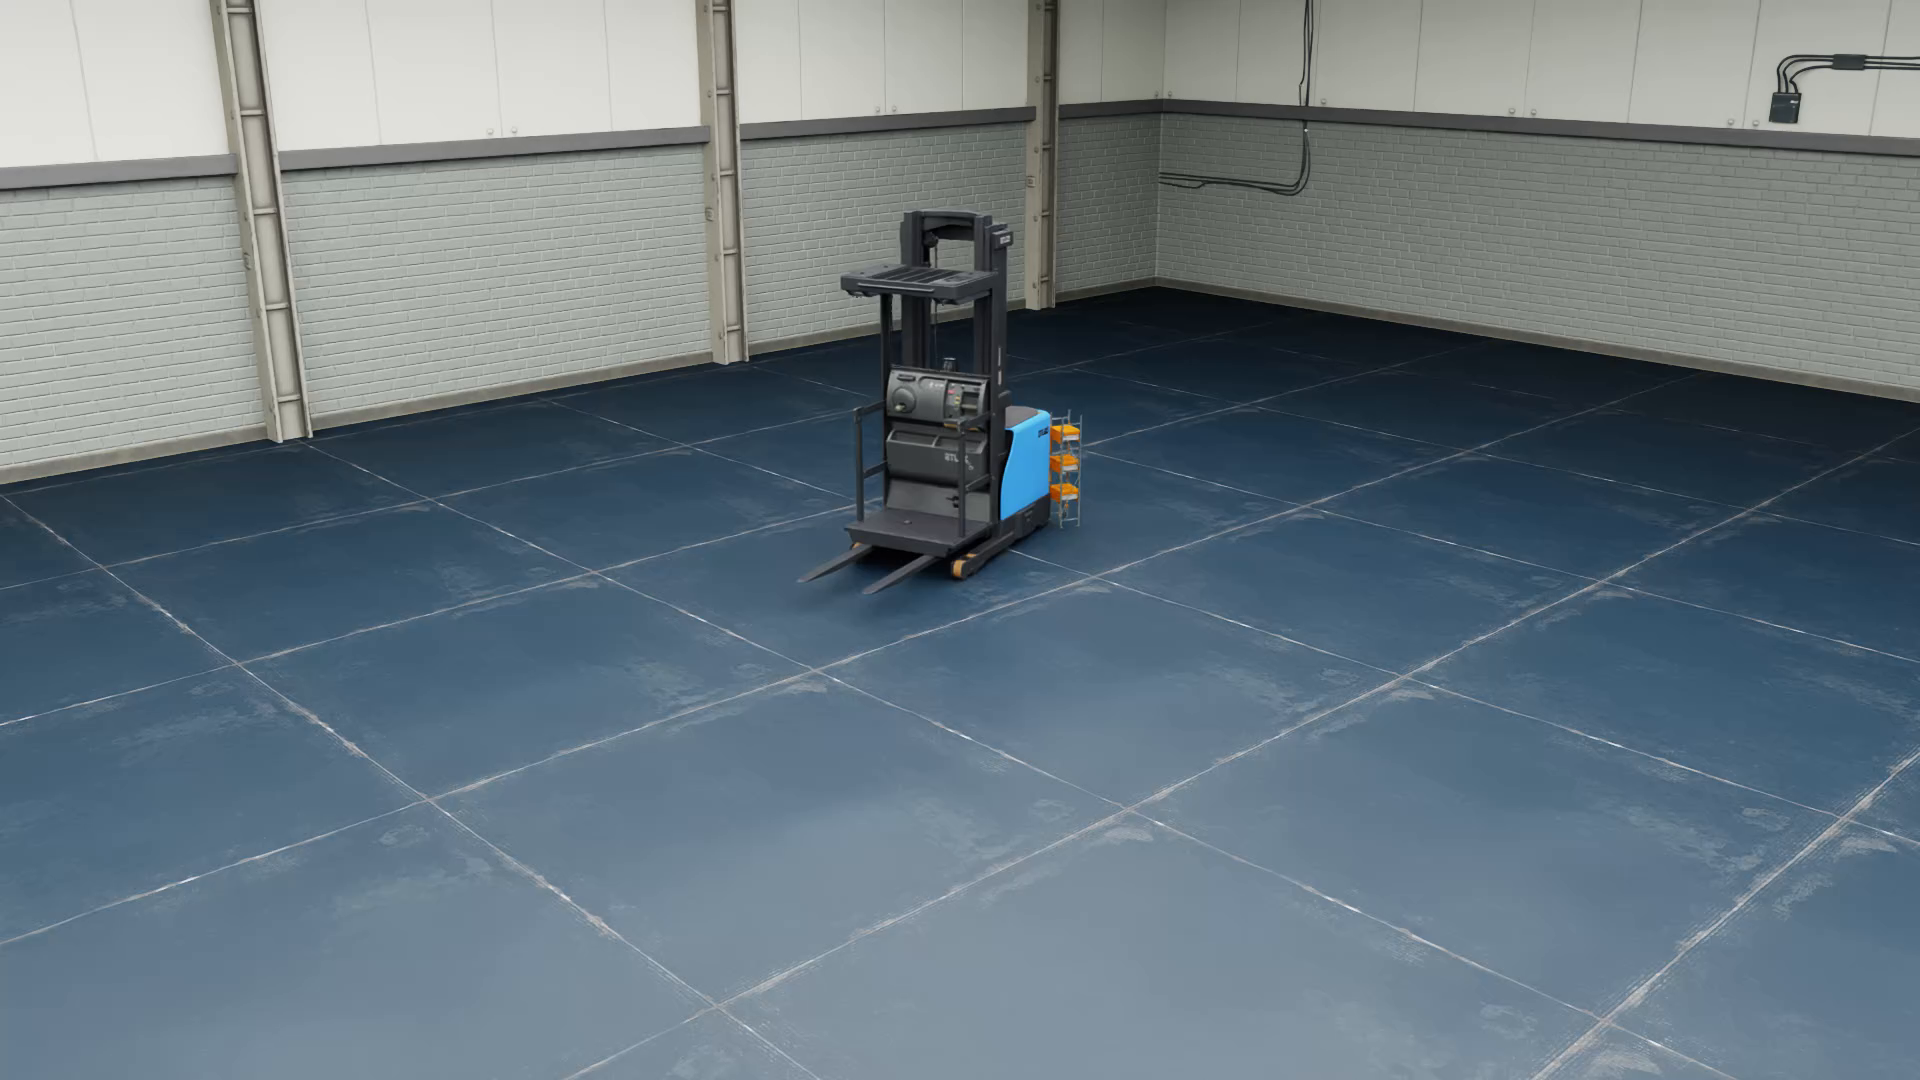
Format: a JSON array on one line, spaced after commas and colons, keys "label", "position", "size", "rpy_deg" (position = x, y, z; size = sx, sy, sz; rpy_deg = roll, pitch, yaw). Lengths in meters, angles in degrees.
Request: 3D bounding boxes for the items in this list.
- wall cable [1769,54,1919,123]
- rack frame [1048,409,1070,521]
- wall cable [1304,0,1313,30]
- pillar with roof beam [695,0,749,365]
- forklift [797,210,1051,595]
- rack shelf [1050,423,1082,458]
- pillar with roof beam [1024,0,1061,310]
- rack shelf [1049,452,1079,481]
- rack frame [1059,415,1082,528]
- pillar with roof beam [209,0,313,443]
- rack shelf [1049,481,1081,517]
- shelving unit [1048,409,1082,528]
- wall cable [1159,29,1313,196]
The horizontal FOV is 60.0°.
[{"label": "wall cable", "position": [10.824, -7.781, 18.878], "size": [0.169, 6.003, 2.305], "rpy_deg": [-16, 24, -41]}, {"label": "rack frame", "position": [0.919, -0.689, 15.408], "size": [0.200, 1.050, 0.008], "rpy_deg": [-7, 19, -21]}, {"label": "wall cable", "position": [6.171, -8.613, 23.805], "size": [0.112, 2.526, 3.097], "rpy_deg": [-16, 24, -41]}, {"label": "pillar with roof beam", "position": [-0.138, -5.730, 18.066], "size": [0.400, 9.000, 9.100], "rpy_deg": [-16, 24, -41]}, {"label": "forklift", "position": [-0.298, -1.221, 13.997], "size": [1.130, 2.935, 3.031], "rpy_deg": [9, 20, 26]}, {"label": "rack shelf", "position": [0.965, -0.914, 15.216], "size": [0.215, 0.259, 0.240], "rpy_deg": [-7, 19, -21]}, {"label": "pillar with roof beam", "position": [4.221, -7.001, 21.988], "size": [0.400, 9.000, 9.100], "rpy_deg": [-16, 24, -41]}, {"label": "rack shelf", "position": [0.965, -0.644, 15.304], "size": [0.215, 0.259, 0.240], "rpy_deg": [-7, 19, -21]}, {"label": "rack frame", "position": [1.010, -0.619, 15.193], "size": [0.200, 1.050, 0.008], "rpy_deg": [-7, 19, -21]}, {"label": "pillar with roof beam", "position": [-4.498, -4.458, 14.145], "size": [0.400, 9.000, 9.100], "rpy_deg": [-16, 24, -41]}, {"label": "rack shelf", "position": [0.965, -0.380, 15.390], "size": [0.215, 0.259, 0.240], "rpy_deg": [-7, 19, -21]}, {"label": "shelving unit", "position": [0.965, -0.654, 15.301], "size": [0.215, 1.050, 0.252], "rpy_deg": [-7, 19, -21]}, {"label": "wall cable", "position": [4.313, -6.817, 26.454], "size": [0.112, 2.526, 3.097], "rpy_deg": [-16, 24, -41]}]
